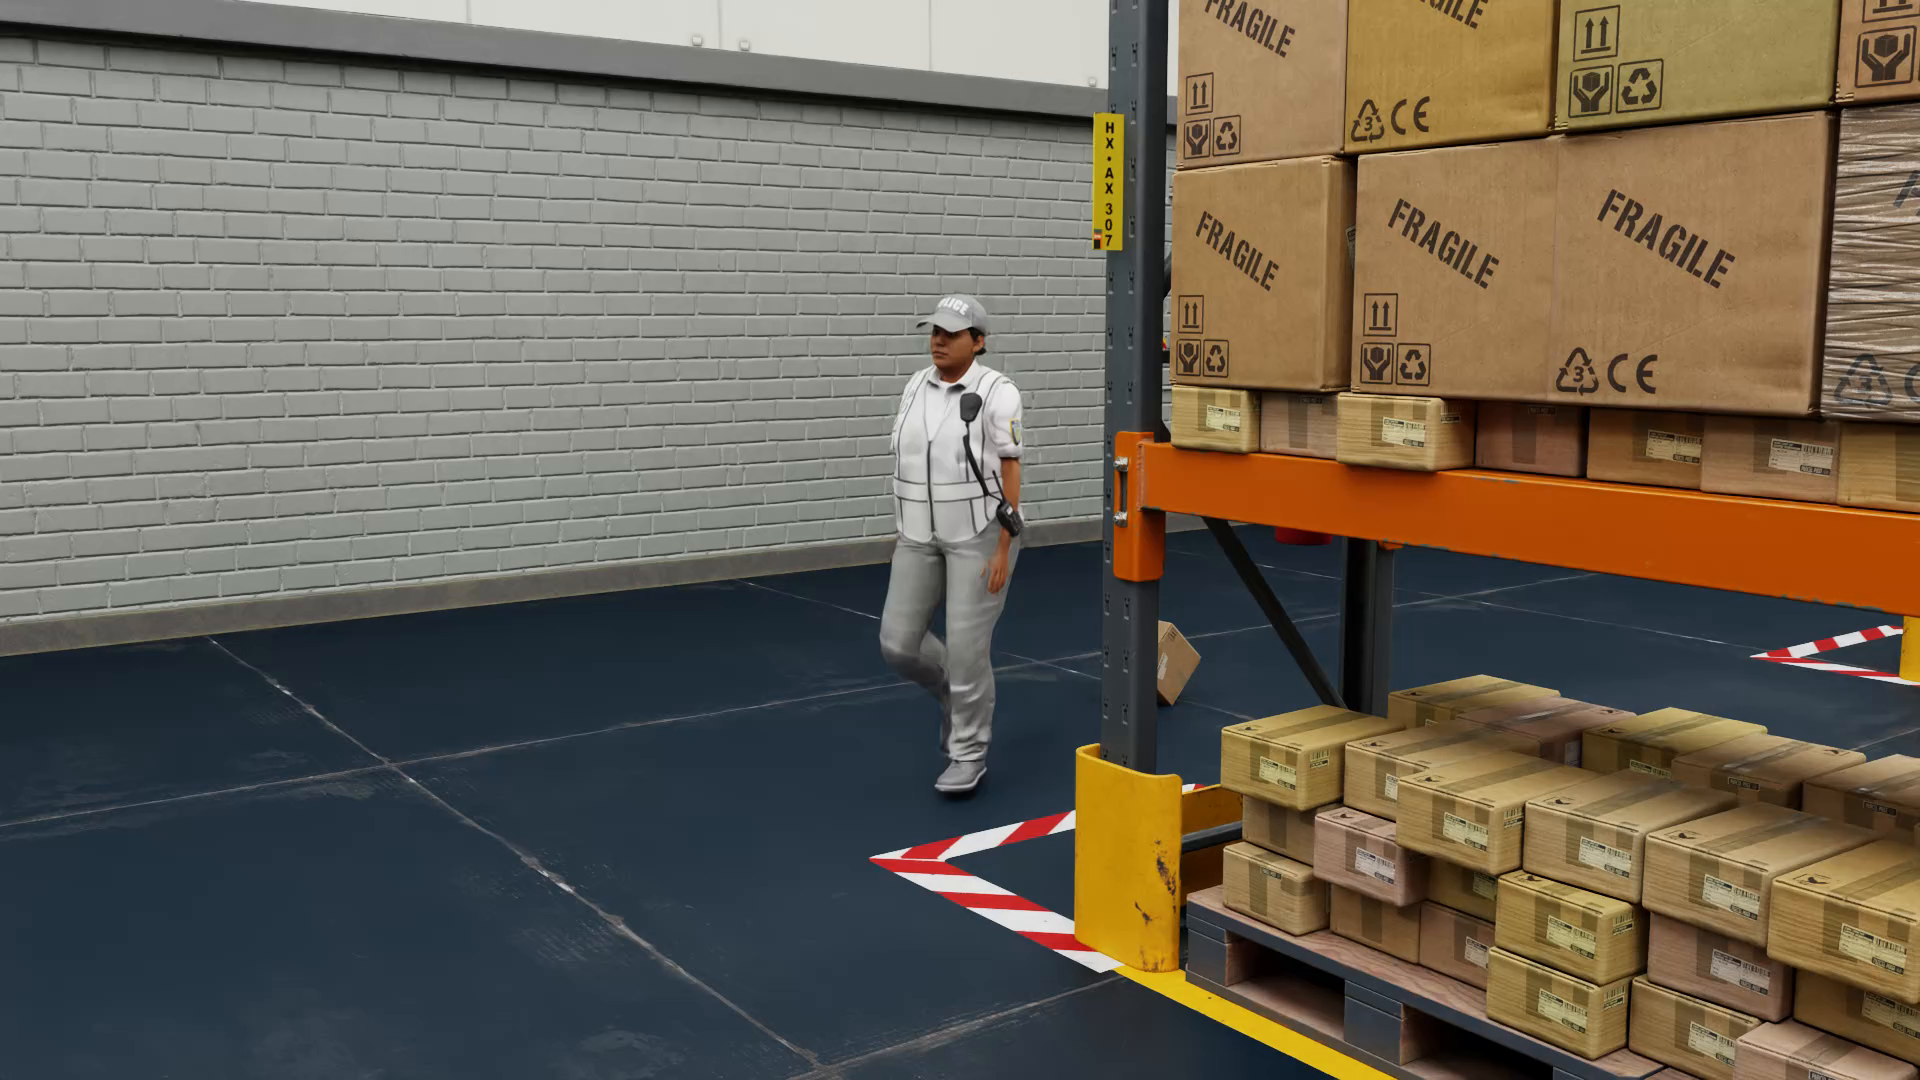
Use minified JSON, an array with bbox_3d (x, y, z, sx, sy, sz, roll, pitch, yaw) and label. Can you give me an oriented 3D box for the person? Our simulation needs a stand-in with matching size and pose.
[{"bbox_3d":[0.005,-0.006,5.681,0.488,1.650,0.538,4,9,27],"label":"person"}]
